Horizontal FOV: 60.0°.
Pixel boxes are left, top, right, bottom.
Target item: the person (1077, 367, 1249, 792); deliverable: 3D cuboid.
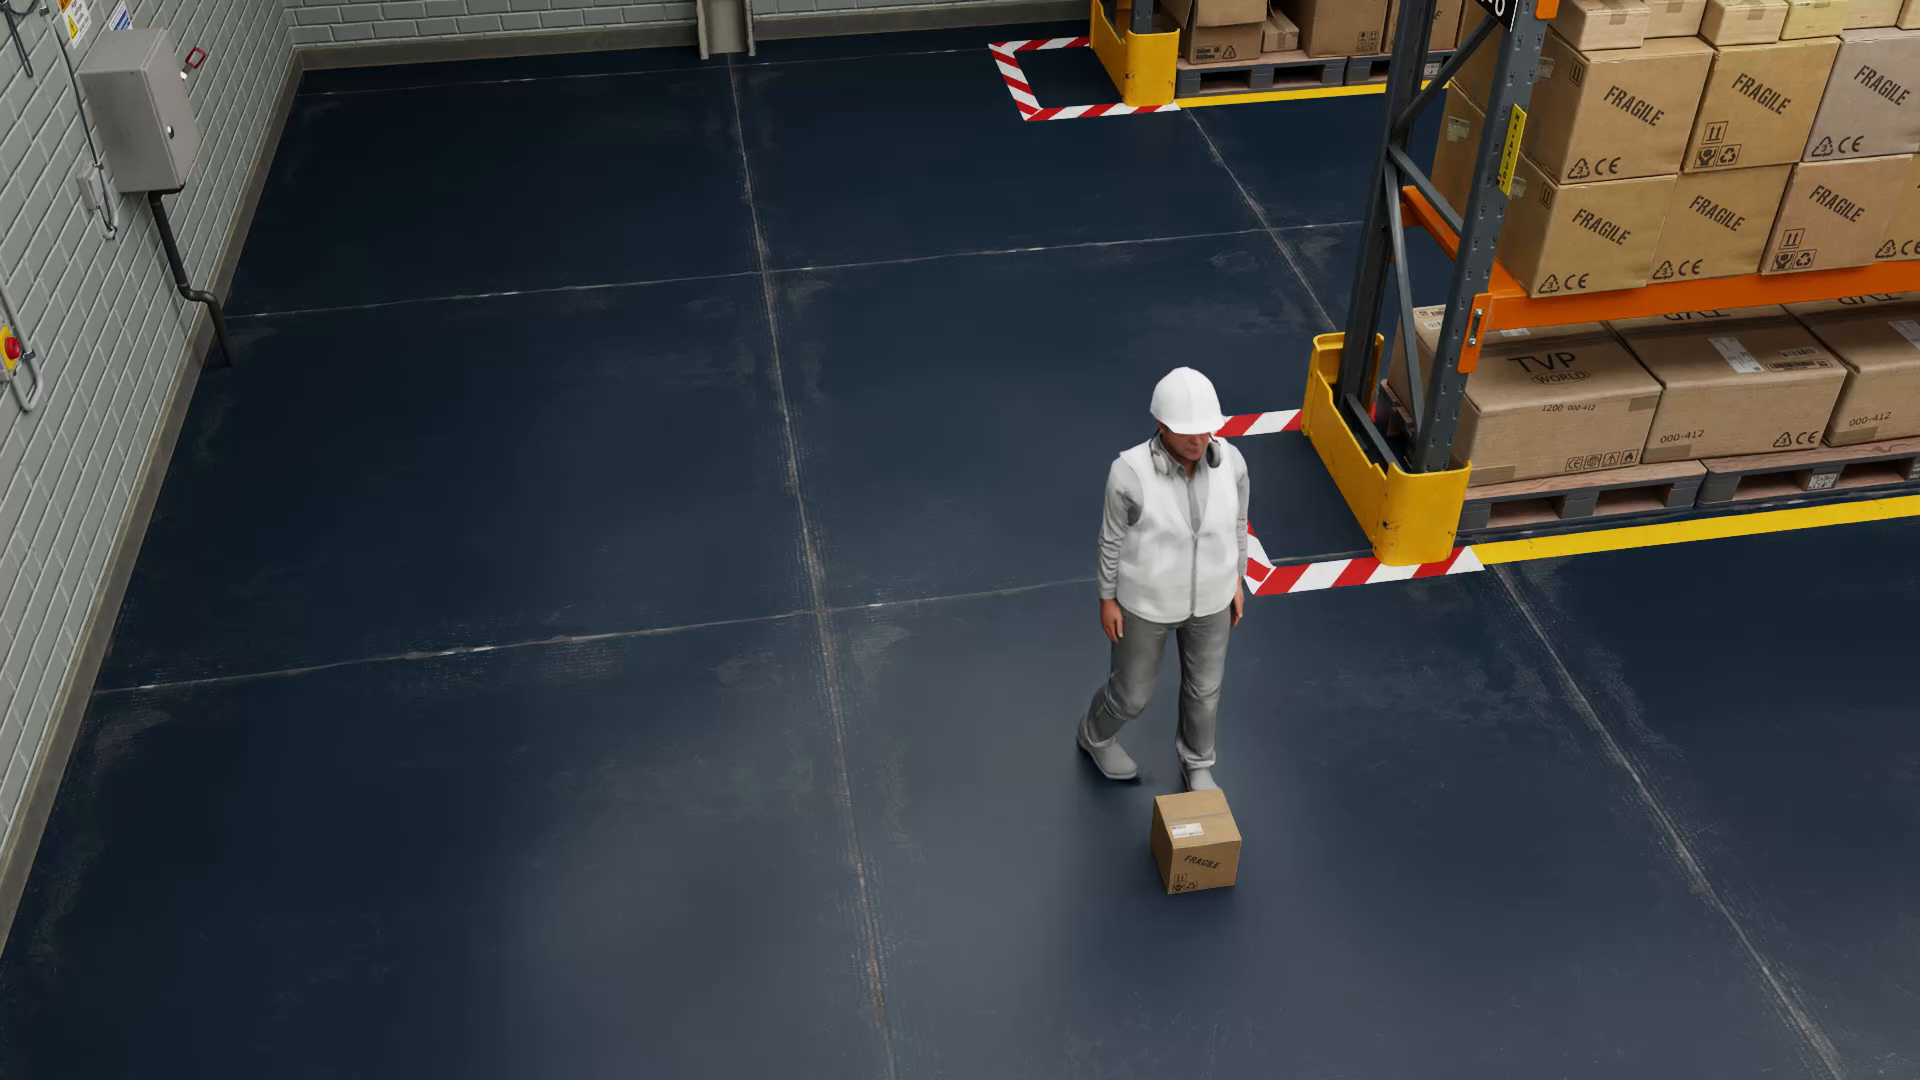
[{"bbox_3d":[0.770,0.214,5.856,0.558,1.773,0.536,-9,39,-12],"label":"person"}]
